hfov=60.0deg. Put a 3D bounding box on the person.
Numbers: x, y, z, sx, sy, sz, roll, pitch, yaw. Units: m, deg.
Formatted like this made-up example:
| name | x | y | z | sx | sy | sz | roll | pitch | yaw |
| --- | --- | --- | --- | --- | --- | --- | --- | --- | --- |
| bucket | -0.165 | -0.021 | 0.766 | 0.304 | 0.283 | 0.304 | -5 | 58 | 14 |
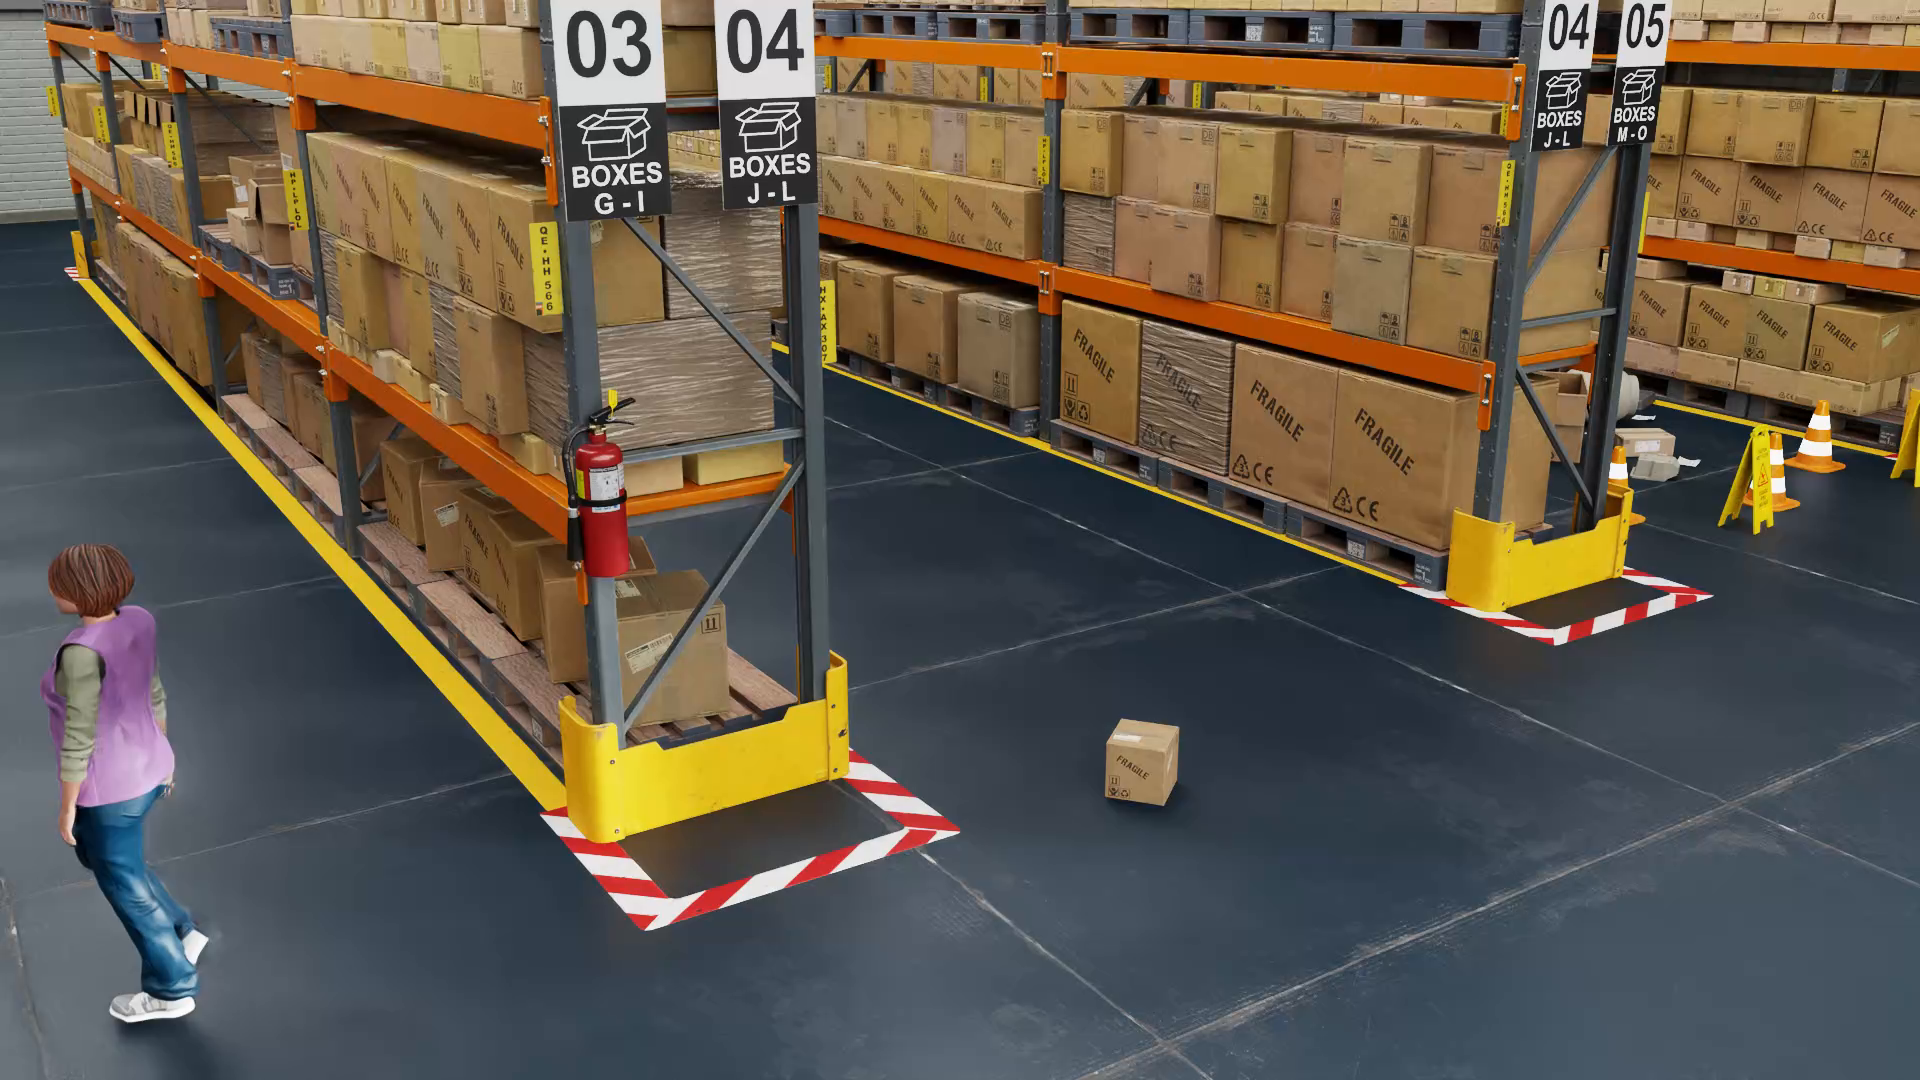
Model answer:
| name | x | y | z | sx | sy | sz | roll | pitch | yaw |
| --- | --- | --- | --- | --- | --- | --- | --- | --- | --- |
| person | -2.660 | 0.766 | 5.189 | 0.406 | 1.595 | 0.436 | 0 | 18 | 0 |
